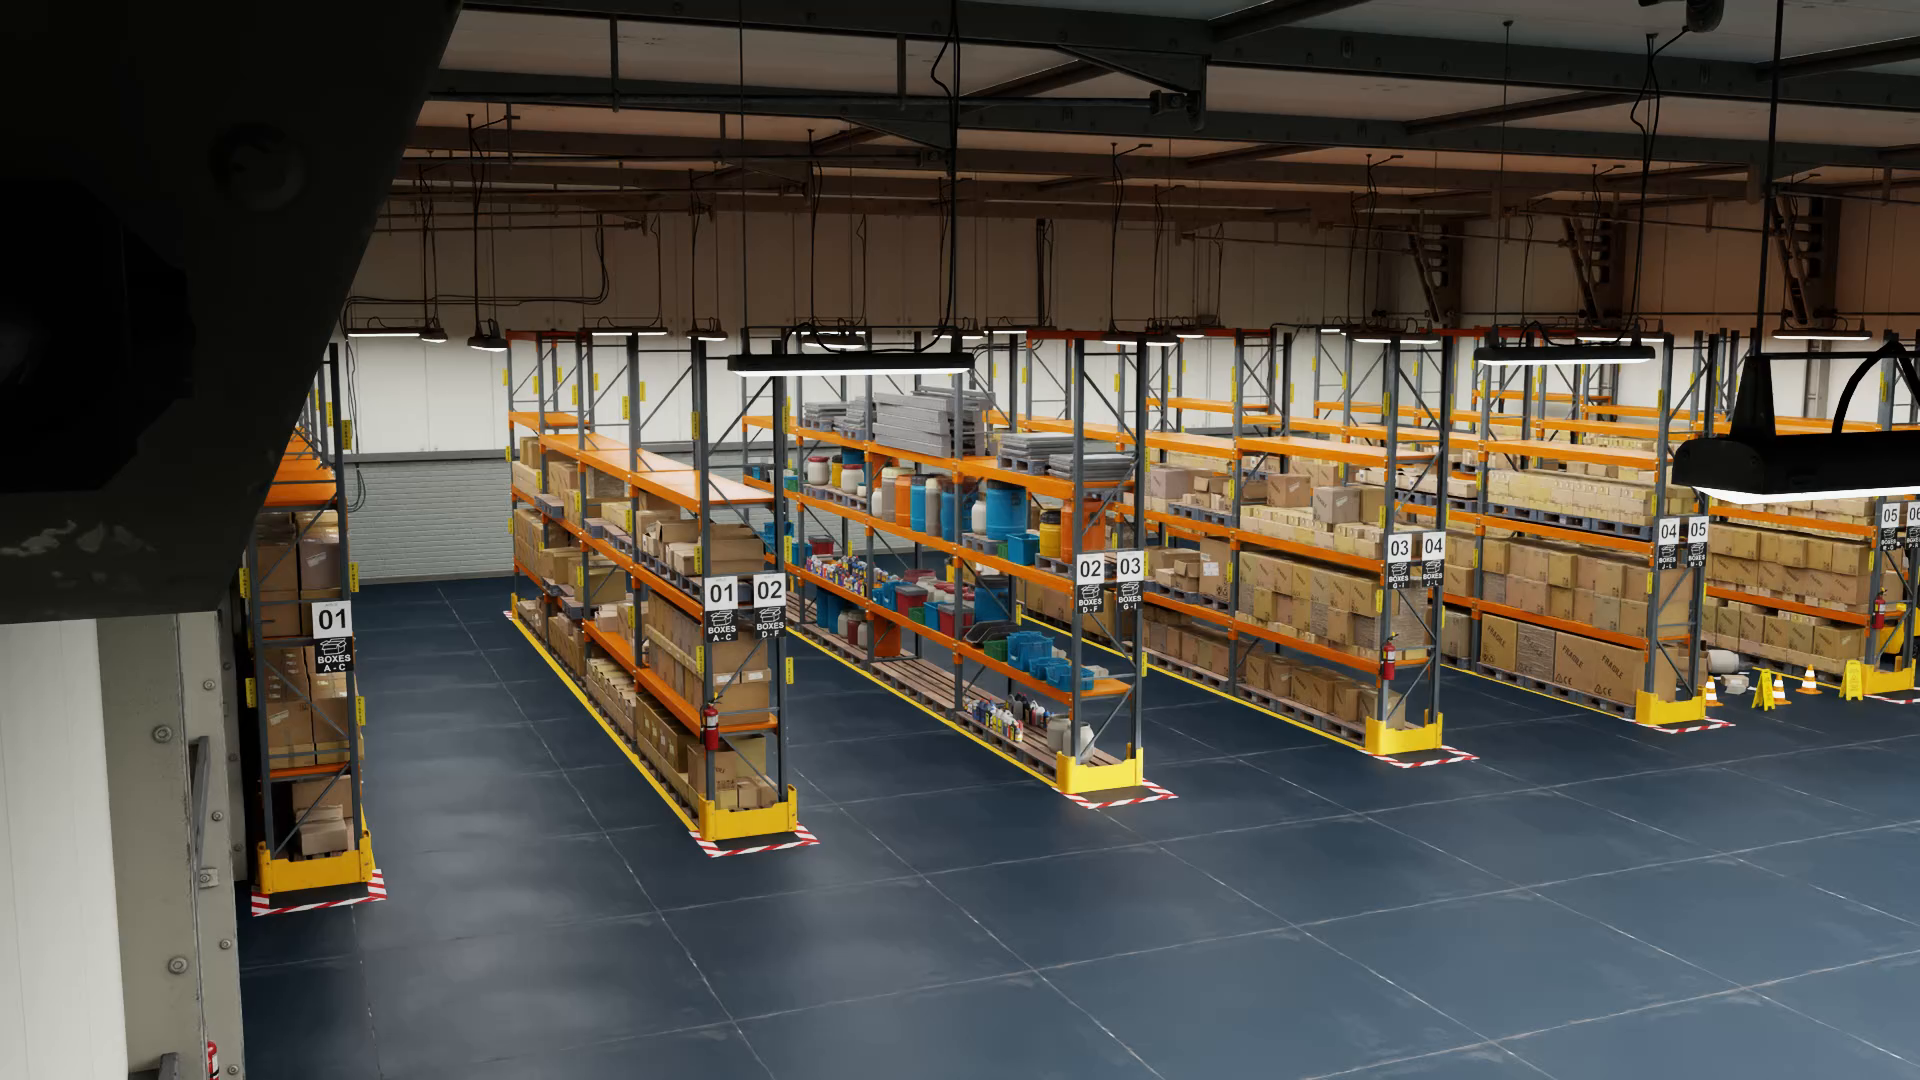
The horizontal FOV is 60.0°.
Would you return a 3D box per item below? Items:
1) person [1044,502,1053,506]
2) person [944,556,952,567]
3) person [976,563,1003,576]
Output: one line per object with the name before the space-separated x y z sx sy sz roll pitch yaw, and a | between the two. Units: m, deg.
person | 2.208 -0.157 41.604 0.545 1.613 1.034 -3 8 -20
person | 0.022 -0.041 40.345 0.868 1.753 0.550 3 8 18
person | 0.628 0.890 33.666 0.618 1.710 1.072 -1 8 -10
